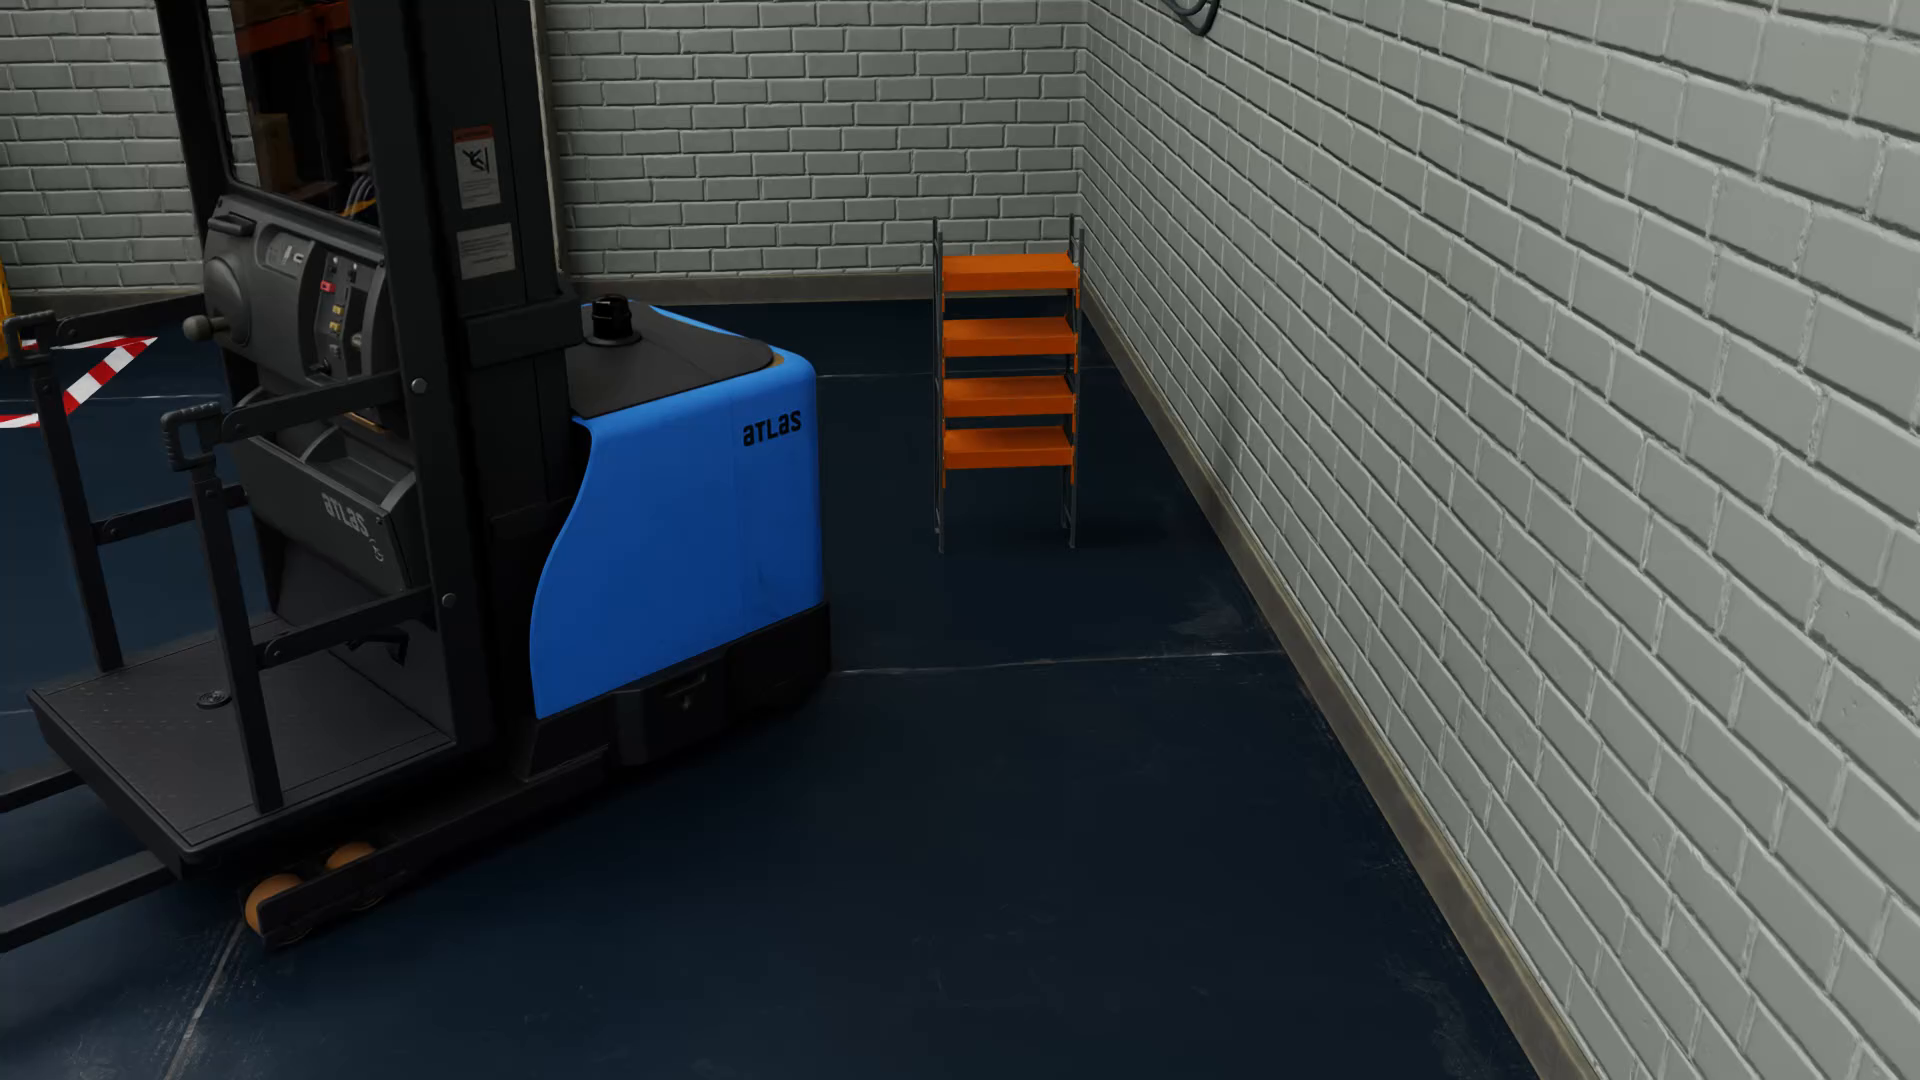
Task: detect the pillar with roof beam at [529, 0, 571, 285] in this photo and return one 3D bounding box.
[{"bbox_3d":[-1.881,-3.582,3.229,0.400,9.000,9.100,-2,24,-5],"label":"pillar with roof beam"}]

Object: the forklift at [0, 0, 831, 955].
[{"bbox_3d":[-1.797,-0.593,3.976,1.130,2.935,3.031,22,32,40],"label":"forklift"}]

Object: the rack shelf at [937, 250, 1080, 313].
[{"bbox_3d":[0.165,-0.914,5.862,0.480,0.148,0.258,-2,24,-5],"label":"rack shelf"}]

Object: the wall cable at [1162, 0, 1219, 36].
[{"bbox_3d":[0.758,-3.527,6.929,0.112,2.526,3.097,-2,24,-5],"label":"wall cable"}]

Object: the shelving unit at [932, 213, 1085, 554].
[{"bbox_3d":[0.165,-0.555,6.021,0.503,1.200,0.258,-2,24,-5],"label":"shelving unit"}]

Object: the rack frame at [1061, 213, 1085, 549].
[{"bbox_3d":[0.408,-0.565,6.043,0.015,1.200,0.240,-2,24,-5],"label":"rack frame"}]

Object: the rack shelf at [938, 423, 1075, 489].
[{"bbox_3d":[0.165,-0.312,6.129,0.480,0.148,0.258,-2,24,-5],"label":"rack shelf"}]

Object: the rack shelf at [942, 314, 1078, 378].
[{"bbox_3d":[0.165,-0.698,5.958,0.480,0.148,0.258,-2,24,-5],"label":"rack shelf"}]

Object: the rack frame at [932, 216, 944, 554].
[{"bbox_3d":[-0.078,-0.545,5.999,0.015,1.200,0.240,-2,24,-5],"label":"rack frame"}]

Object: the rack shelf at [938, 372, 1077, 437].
[{"bbox_3d":[0.165,-0.493,6.048,0.480,0.148,0.258,-2,24,-5],"label":"rack shelf"}]

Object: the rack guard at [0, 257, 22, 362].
[{"bbox_3d":[-4.882,-0.982,7.843,0.348,0.500,1.175,-2,24,-5],"label":"rack guard"}]
